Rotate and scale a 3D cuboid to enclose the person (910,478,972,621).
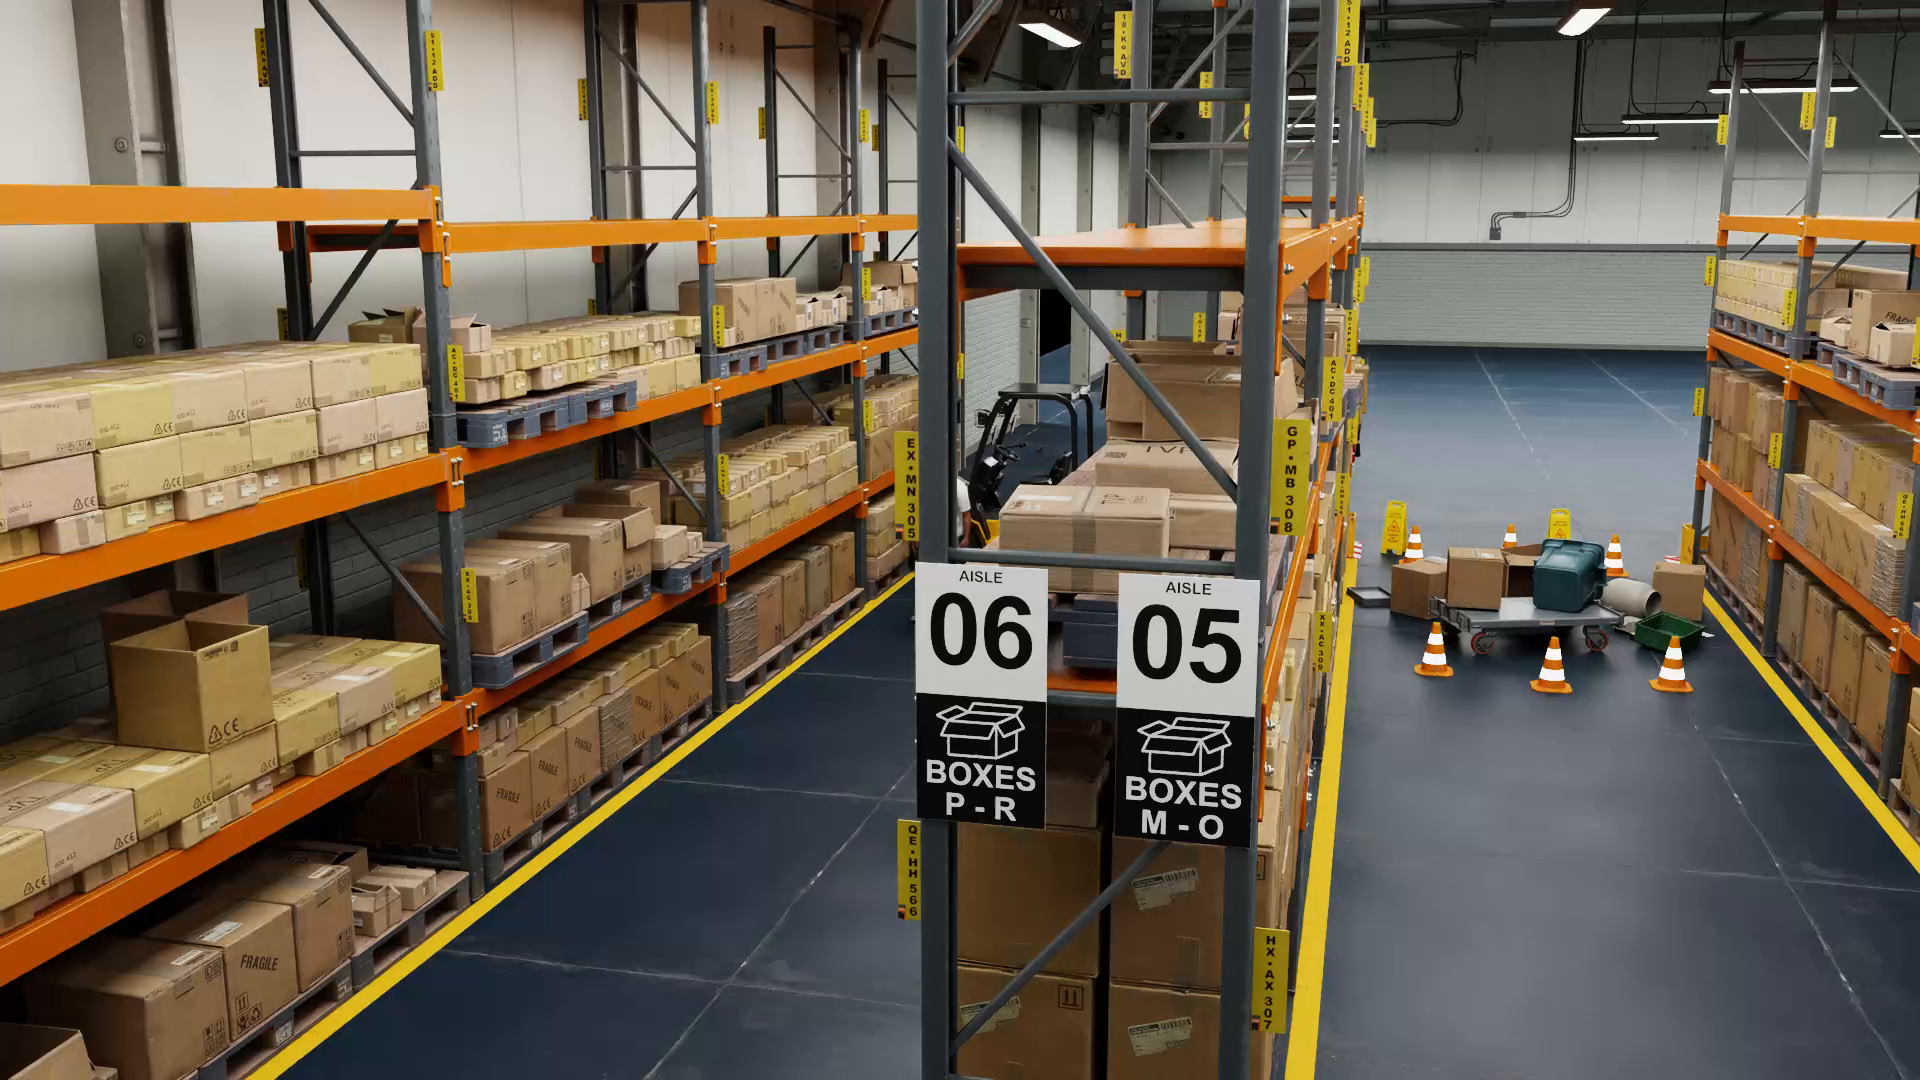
[{"bbox_3d":[-0.197,-0.026,17.041,0.633,1.755,0.462,2,12,12],"label":"person"}]
